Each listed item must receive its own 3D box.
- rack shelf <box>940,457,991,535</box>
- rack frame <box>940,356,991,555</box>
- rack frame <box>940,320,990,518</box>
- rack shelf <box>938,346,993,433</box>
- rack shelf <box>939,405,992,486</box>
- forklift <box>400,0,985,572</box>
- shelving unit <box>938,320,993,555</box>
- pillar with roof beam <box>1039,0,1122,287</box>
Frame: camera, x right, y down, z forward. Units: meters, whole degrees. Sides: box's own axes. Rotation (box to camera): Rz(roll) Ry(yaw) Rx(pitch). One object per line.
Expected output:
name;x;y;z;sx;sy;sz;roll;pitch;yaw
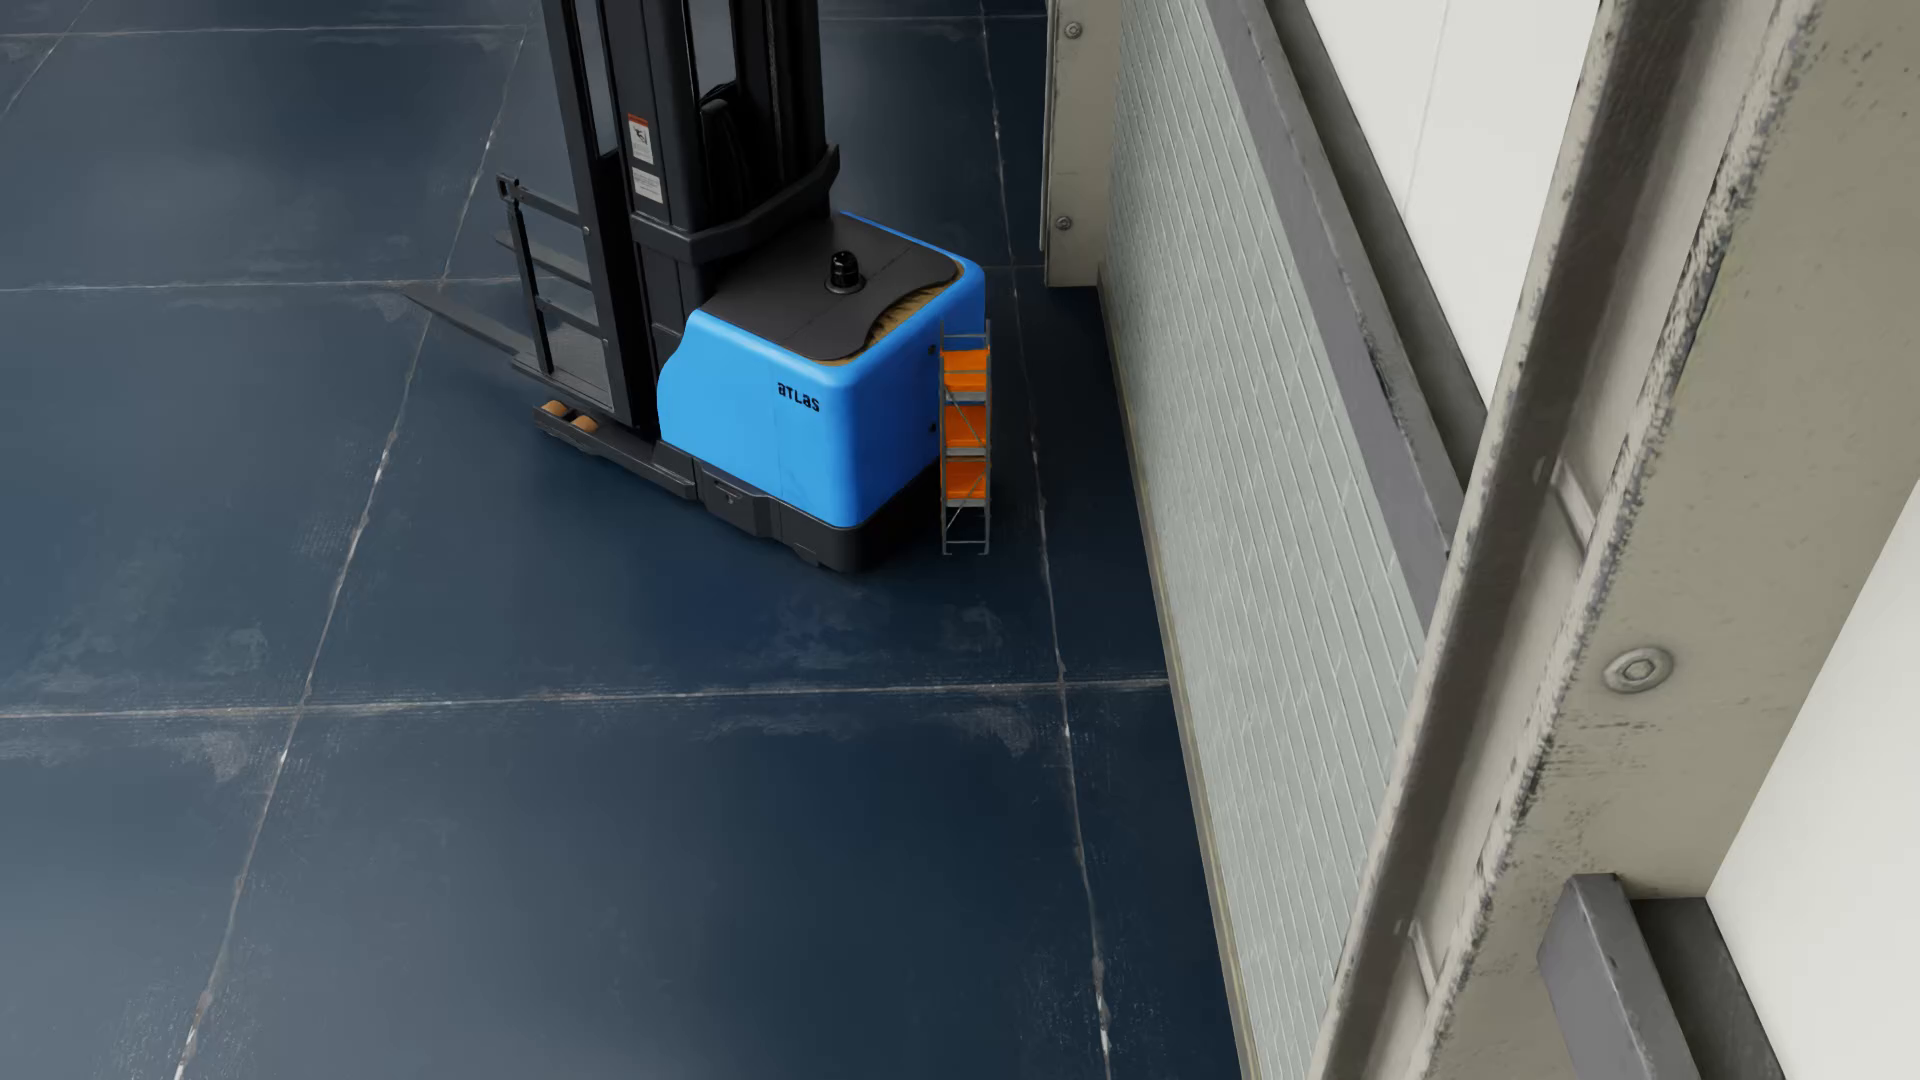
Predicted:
rack shelf;0.023;-0.195;7.112;0.215;0.259;0.240;-1;42;-1
rack frame;0.024;-0.326;6.828;0.200;1.050;0.008;-1;42;-1
rack frame;0.020;-0.491;7.008;0.200;1.050;0.008;-1;42;-1
rack shelf;0.021;-0.610;6.734;0.215;0.259;0.240;-1;42;-1
rack shelf;0.022;-0.401;6.925;0.215;0.259;0.240;-1;42;-1
forklift;-1.370;-1.750;6.990;3.031;2.935;1.130;26;49;26
shelving unit;0.022;-0.408;6.918;0.215;1.050;0.252;-1;42;-1
pillar with roof beam;-3.709;-4.657;5.671;9.100;9.000;0.400;-2;43;-2
